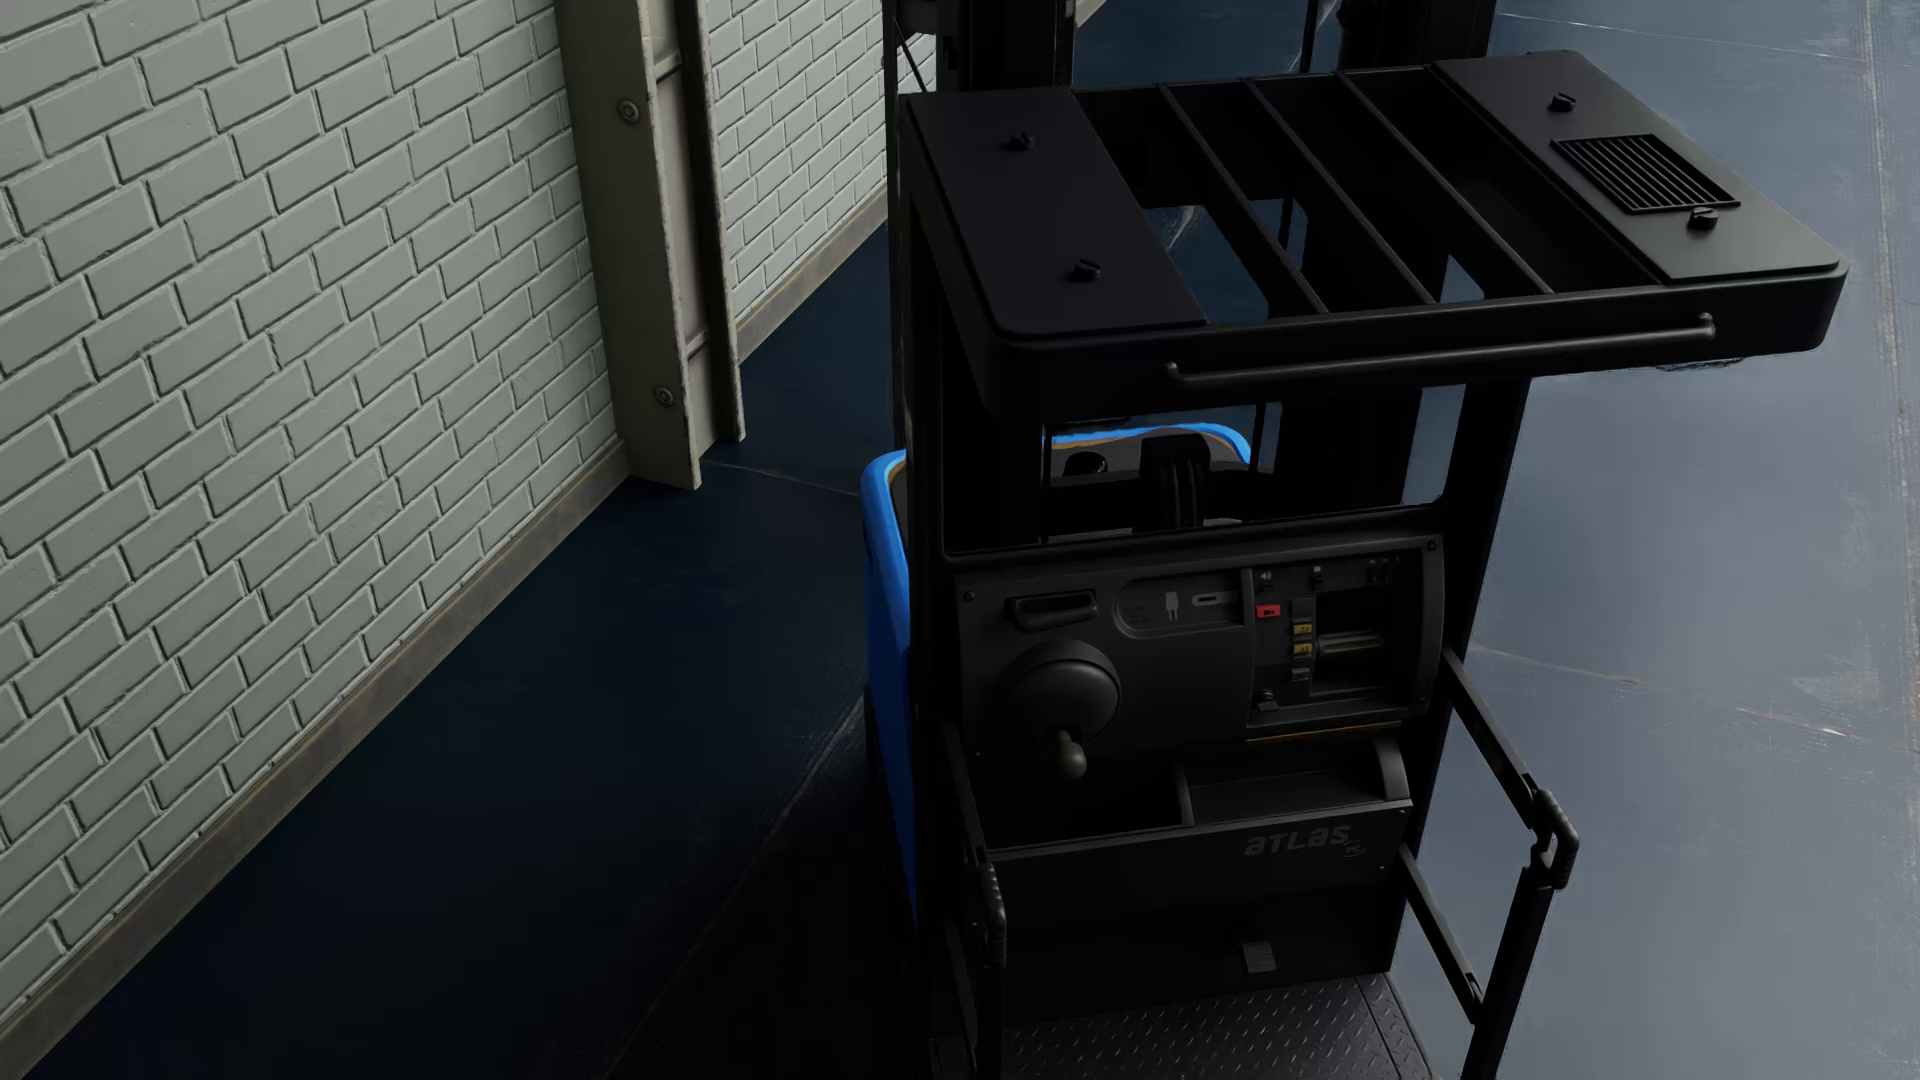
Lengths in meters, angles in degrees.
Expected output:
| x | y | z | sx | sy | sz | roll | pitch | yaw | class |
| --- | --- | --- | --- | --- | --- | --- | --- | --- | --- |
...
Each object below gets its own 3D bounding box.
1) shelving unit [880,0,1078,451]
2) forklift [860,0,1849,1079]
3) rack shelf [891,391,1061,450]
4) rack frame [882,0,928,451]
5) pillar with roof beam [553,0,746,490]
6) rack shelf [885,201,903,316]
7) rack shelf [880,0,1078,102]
| x | y | z | sx | sy | sz | roll | pitch | yaw | class |
| --- | --- | --- | --- | --- | --- | --- | --- | --- | --- |
| 0.063 | -0.933 | 5.244 | 0.431 | 2.100 | 0.503 | 14 | 39 | 18 | shelving unit |
| 0.493 | 0.279 | 2.928 | 1.130 | 2.935 | 3.031 | -6 | 37 | -8 | forklift |
| 0.063 | -0.361 | 5.671 | 0.431 | 0.518 | 0.480 | 14 | 39 | 18 | rack shelf |
| -0.030 | -0.798 | 5.063 | 0.400 | 2.100 | 0.015 | 14 | 39 | 18 | rack frame |
| 2.958 | -2.946 | 2.175 | 9.100 | 9.000 | 0.400 | 14 | 39 | 18 | pillar with roof beam |
| 0.063 | -0.922 | 5.252 | 0.431 | 0.518 | 0.480 | 14 | 39 | 18 | rack shelf |
| 0.063 | -1.482 | 4.833 | 0.431 | 0.518 | 0.480 | 14 | 39 | 18 | rack shelf |
